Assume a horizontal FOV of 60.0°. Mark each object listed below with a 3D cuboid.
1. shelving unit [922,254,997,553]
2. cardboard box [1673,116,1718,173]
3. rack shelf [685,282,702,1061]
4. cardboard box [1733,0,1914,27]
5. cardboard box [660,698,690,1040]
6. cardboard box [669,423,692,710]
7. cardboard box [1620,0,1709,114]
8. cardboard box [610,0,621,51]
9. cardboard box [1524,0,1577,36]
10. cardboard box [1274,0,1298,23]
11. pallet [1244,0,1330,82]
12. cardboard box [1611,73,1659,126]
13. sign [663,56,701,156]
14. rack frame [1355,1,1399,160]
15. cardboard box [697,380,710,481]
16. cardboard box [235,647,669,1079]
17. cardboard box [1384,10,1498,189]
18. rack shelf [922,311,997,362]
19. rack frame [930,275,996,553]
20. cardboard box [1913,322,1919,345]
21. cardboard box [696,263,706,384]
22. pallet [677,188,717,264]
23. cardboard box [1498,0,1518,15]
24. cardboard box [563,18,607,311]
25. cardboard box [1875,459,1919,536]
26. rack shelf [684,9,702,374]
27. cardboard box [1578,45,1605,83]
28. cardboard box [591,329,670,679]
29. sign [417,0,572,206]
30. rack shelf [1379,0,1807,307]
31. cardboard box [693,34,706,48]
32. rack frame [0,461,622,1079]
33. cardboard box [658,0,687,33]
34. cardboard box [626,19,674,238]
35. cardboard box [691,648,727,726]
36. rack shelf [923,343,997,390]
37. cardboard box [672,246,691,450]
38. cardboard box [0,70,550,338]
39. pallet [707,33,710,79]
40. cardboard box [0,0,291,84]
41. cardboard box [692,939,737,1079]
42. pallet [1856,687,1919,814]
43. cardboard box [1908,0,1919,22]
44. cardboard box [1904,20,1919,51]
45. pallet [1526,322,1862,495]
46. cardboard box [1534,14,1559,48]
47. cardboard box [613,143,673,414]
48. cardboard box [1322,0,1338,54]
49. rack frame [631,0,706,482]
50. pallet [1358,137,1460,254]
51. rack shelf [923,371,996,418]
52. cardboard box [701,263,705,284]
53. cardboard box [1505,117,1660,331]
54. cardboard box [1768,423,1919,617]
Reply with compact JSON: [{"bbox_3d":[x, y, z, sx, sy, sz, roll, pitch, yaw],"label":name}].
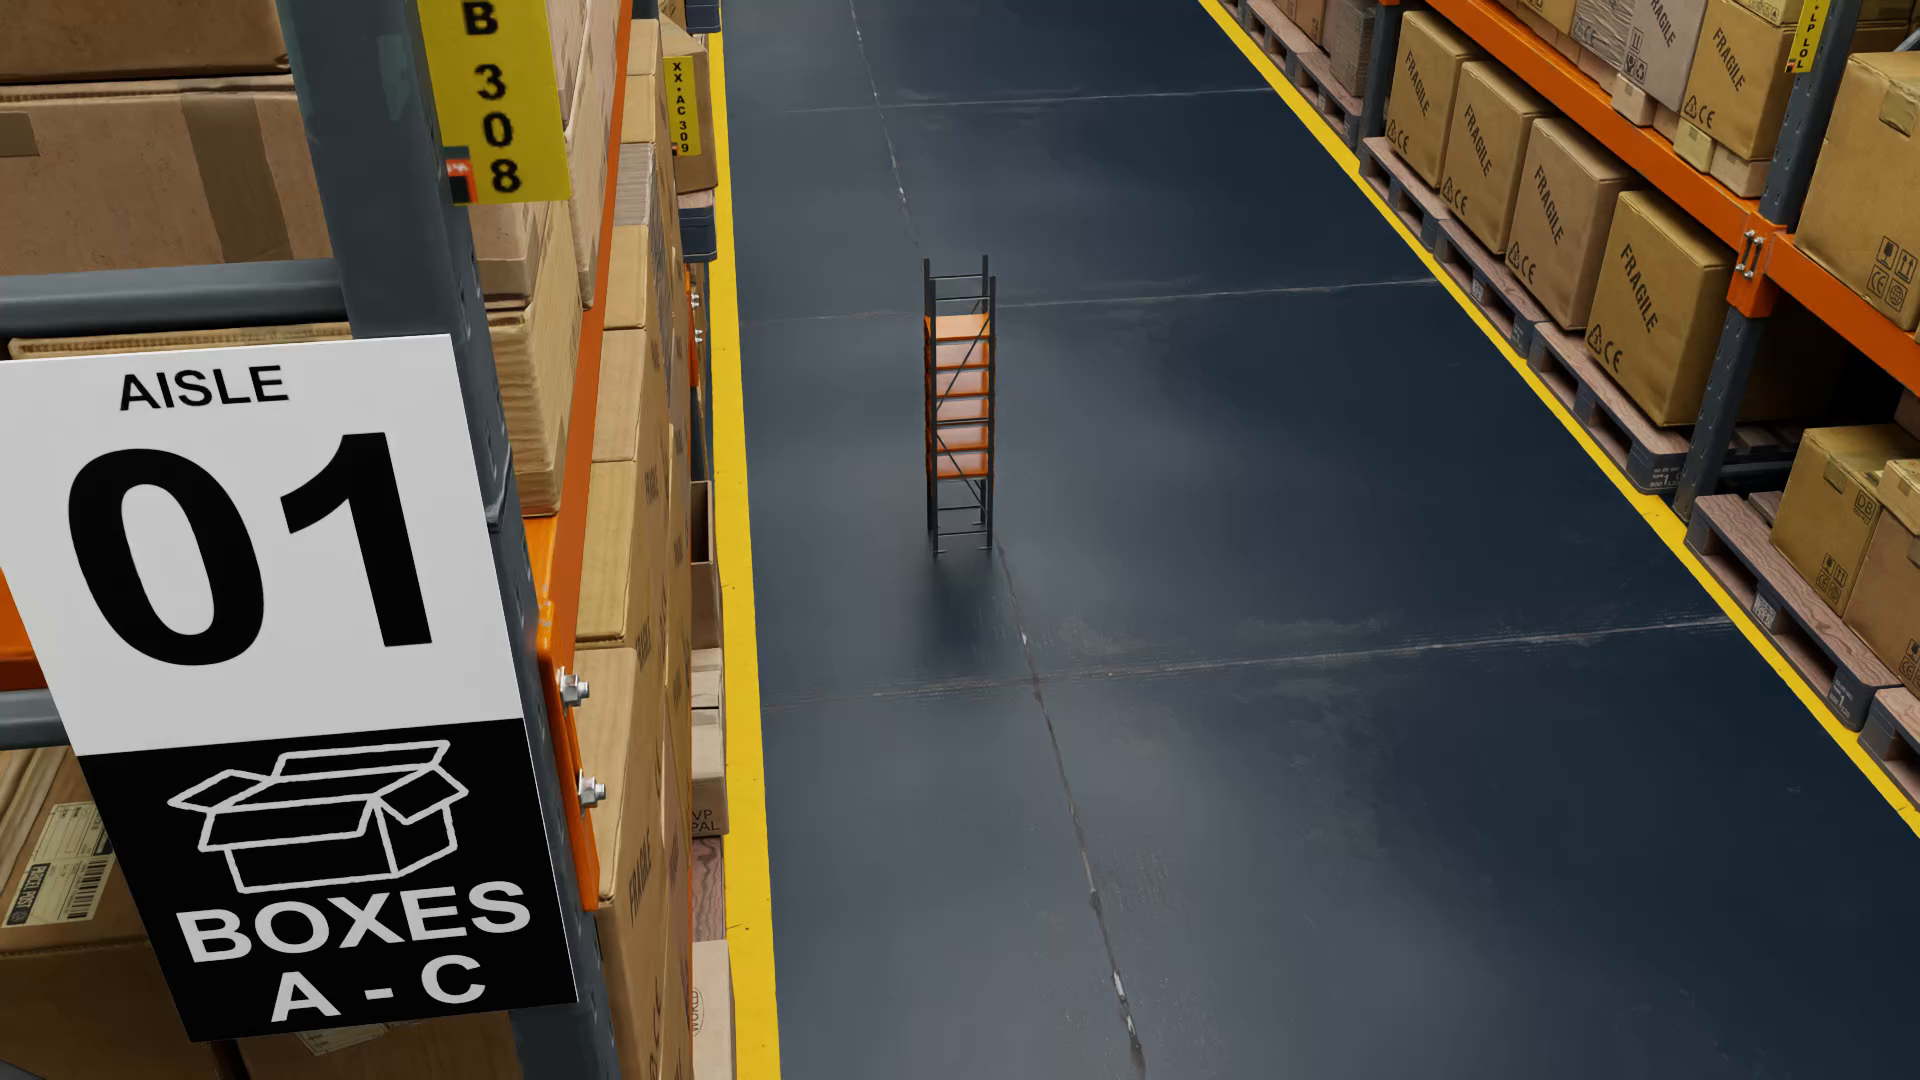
[{"bbox_3d":[-0.002,-0.504,6.424,0.258,1.200,0.189,-4,35,-6],"label":"shelving unit"},{"bbox_3d":[3.087,-1.584,6.616,0.380,0.149,0.250,-4,34,-5],"label":"cardboard box"},{"bbox_3d":[-1.168,0.418,4.113,1.077,0.370,4.000,-4,35,-6],"label":"rack shelf"},{"bbox_3d":[3.154,-2.097,6.127,0.500,0.250,0.500,-4,34,-5],"label":"cardboard box"},{"bbox_3d":[-0.772,0.640,3.059,0.500,0.500,0.500,-5,35,-7],"label":"cardboard box"},{"bbox_3d":[-0.903,0.081,3.879,0.500,0.500,0.500,-4,34,-6],"label":"cardboard box"},{"bbox_3d":[3.081,-2.068,6.750,0.500,0.500,0.500,-4,34,-6],"label":"cardboard box"},{"bbox_3d":[-0.913,-1.085,3.148,0.500,0.250,0.500,-4,35,-6],"label":"cardboard box"},{"bbox_3d":[2.949,-2.627,7.571,0.500,0.500,0.500,-3,34,-5],"label":"cardboard box"},{"bbox_3d":[2.658,-4.004,11.791,0.700,0.500,0.500,-4,34,-6],"label":"cardboard box"},{"bbox_3d":[2.668,-3.568,11.799,1.003,0.211,1.213,-4,35,-6],"label":"pallet"},{"bbox_3d":[3.003,-1.875,7.043,0.380,0.149,0.250,-4,35,-6],"label":"cardboard box"},{"bbox_3d":[-0.901,-1.399,5.370,0.100,0.325,0.005,-4,35,-6],"label":"sign"},{"bbox_3d":[2.933,-3.605,9.377,1.000,3.000,0.127,-4,35,-6],"label":"rack frame"},{"bbox_3d":[-1.261,-0.433,6.551,0.500,0.500,0.500,-6,35,-9],"label":"cardboard box"},{"bbox_3d":[-0.698,0.514,2.355,0.500,0.500,0.500,-3,34,-5],"label":"cardboard box"},{"bbox_3d":[2.902,-2.470,9.247,0.750,0.750,0.750,-5,35,-7],"label":"cardboard box"},{"bbox_3d":[-0.002,-0.765,6.246,0.258,0.103,0.180,-4,35,-6],"label":"rack shelf"},{"bbox_3d":[0.010,-0.453,6.349,0.240,1.200,0.006,-4,35,-6],"label":"rack frame"},{"bbox_3d":[3.620,-0.785,4.972,0.980,0.700,0.700,-5,35,-8],"label":"cardboard box"},{"bbox_3d":[-1.404,-1.009,7.396,0.500,0.500,0.500,-4,34,-6],"label":"cardboard box"},{"bbox_3d":[-1.437,-1.371,6.268,1.003,0.211,1.213,-4,35,-6],"label":"pallet"},{"bbox_3d":[2.924,-2.737,8.308,0.380,0.149,0.250,-4,34,-5],"label":"cardboard box"},{"bbox_3d":[-0.771,-0.527,2.330,0.500,0.250,0.500,-4,35,-6],"label":"cardboard box"},{"bbox_3d":[3.335,-0.152,5.580,0.380,0.149,0.250,-3,34,-5],"label":"cardboard box"},{"bbox_3d":[-1.706,-1.815,7.388,1.077,0.370,4.000,-4,35,-6],"label":"rack shelf"},{"bbox_3d":[3.017,-2.157,7.457,0.380,0.149,0.250,-5,35,-8],"label":"cardboard box"},{"bbox_3d":[-0.838,-0.056,3.193,0.500,0.500,0.500,-4,34,-6],"label":"cardboard box"},{"bbox_3d":[-0.362,-0.406,1.242,0.100,0.325,0.005,-4,35,-6],"label":"sign"},{"bbox_3d":[3.202,-2.192,7.942,1.077,0.370,4.000,-4,35,-6],"label":"rack shelf"},{"bbox_3d":[-1.755,-2.811,9.783,0.500,0.311,0.500,-3,34,-5],"label":"cardboard box"},{"bbox_3d":[-0.899,1.236,2.272,1.000,3.000,0.127,-4,35,-6],"label":"rack frame"},{"bbox_3d":[-1.435,-1.871,6.370,0.700,0.500,0.500,1,34,1],"label":"cardboard box"},{"bbox_3d":[-1.113,-1.188,4.853,0.500,0.500,0.500,-4,34,-6],"label":"cardboard box"},{"bbox_3d":[-0.970,0.502,5.491,0.380,0.149,0.250,-4,35,-6],"label":"cardboard box"},{"bbox_3d":[-0.002,-0.665,6.314,0.258,0.103,0.180,-4,35,-6],"label":"rack shelf"},{"bbox_3d":[-1.045,-0.490,4.717,0.500,0.500,0.500,-3,34,-5],"label":"cardboard box"},{"bbox_3d":[-0.711,-0.454,1.779,0.500,0.250,0.500,-4,35,-6],"label":"cardboard box"},{"bbox_3d":[-2.208,-3.217,11.284,1.003,0.211,1.213,-4,35,-6],"label":"pallet"},{"bbox_3d":[-0.985,-0.743,1.537,0.700,0.500,0.500,-4,35,-6],"label":"cardboard box"},{"bbox_3d":[-0.826,1.308,4.218,0.500,0.250,0.500,-4,35,-6],"label":"cardboard box"},{"bbox_3d":[3.663,0.892,5.254,1.003,0.211,1.213,-4,35,-6],"label":"pallet"},{"bbox_3d":[3.667,-2.132,6.178,0.500,0.250,0.500,-3,34,-5],"label":"cardboard box"},{"bbox_3d":[3.659,-1.821,6.388,0.500,0.500,0.500,-6,35,-8],"label":"cardboard box"},{"bbox_3d":[3.292,-0.646,7.510,1.003,0.211,1.213,-4,35,-6],"label":"pallet"},{"bbox_3d":[2.965,-2.453,7.892,0.380,0.149,0.250,-4,34,-6],"label":"cardboard box"},{"bbox_3d":[-0.974,-0.621,4.021,0.500,0.500,0.500,-4,34,-6],"label":"cardboard box"},{"bbox_3d":[2.830,-3.448,10.975,0.700,0.500,0.500,-4,35,-6],"label":"cardboard box"},{"bbox_3d":[-1.437,-0.996,5.548,1.000,3.000,0.127,-4,35,-6],"label":"rack frame"},{"bbox_3d":[2.964,-2.007,9.508,1.003,0.211,1.213,-4,35,-6],"label":"pallet"},{"bbox_3d":[-0.002,-0.566,6.381,0.258,0.103,0.180,-4,35,-6],"label":"rack shelf"},{"bbox_3d":[-1.548,-1.584,8.240,0.500,0.500,0.500,-6,35,-8],"label":"cardboard box"},{"bbox_3d":[3.132,-1.507,7.834,0.750,0.750,0.750,-3,34,-5],"label":"cardboard box"},{"bbox_3d":[3.470,-0.089,6.063,0.700,0.500,0.500,-4,34,-6],"label":"cardboard box"}]
